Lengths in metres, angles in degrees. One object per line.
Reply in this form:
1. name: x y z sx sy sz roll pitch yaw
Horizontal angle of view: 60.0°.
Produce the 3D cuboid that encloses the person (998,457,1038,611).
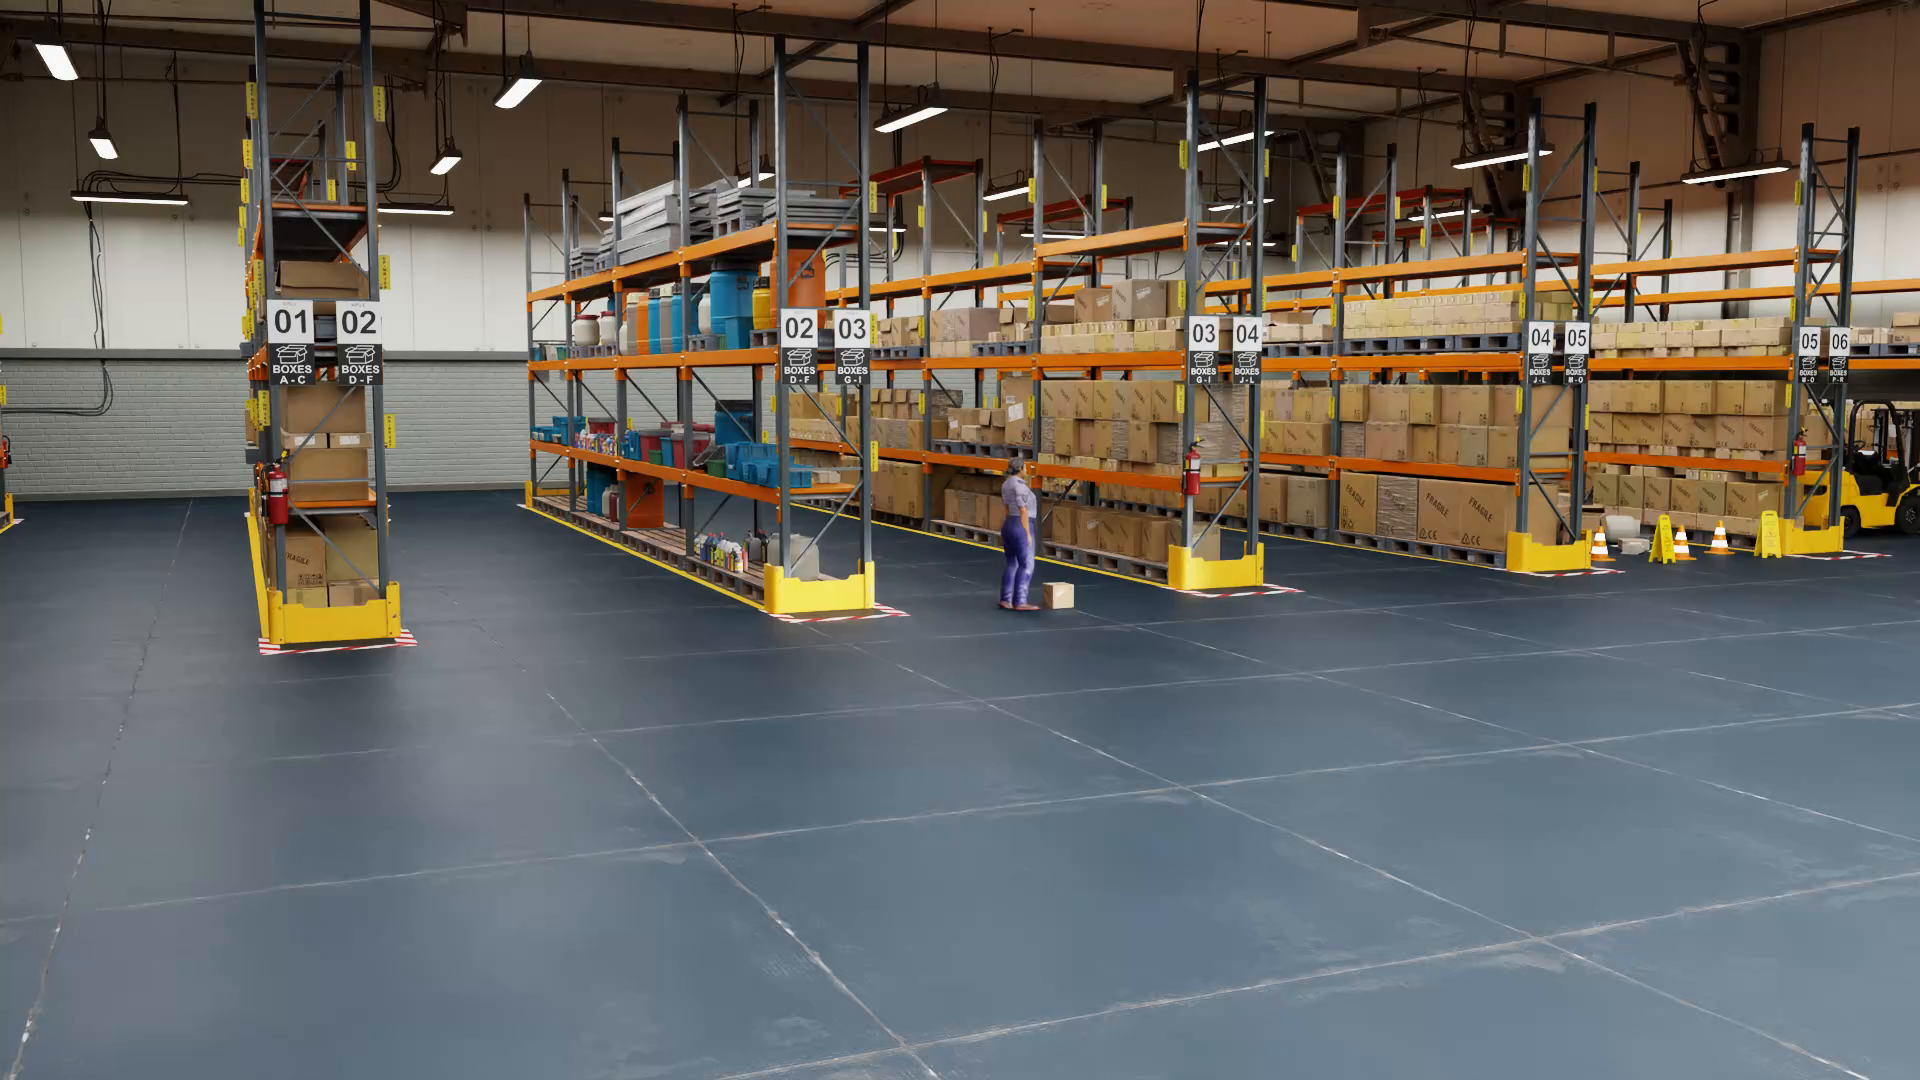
1. person: 0.627 -0.051 17.854 0.354 1.685 0.467 -2 6 -22
